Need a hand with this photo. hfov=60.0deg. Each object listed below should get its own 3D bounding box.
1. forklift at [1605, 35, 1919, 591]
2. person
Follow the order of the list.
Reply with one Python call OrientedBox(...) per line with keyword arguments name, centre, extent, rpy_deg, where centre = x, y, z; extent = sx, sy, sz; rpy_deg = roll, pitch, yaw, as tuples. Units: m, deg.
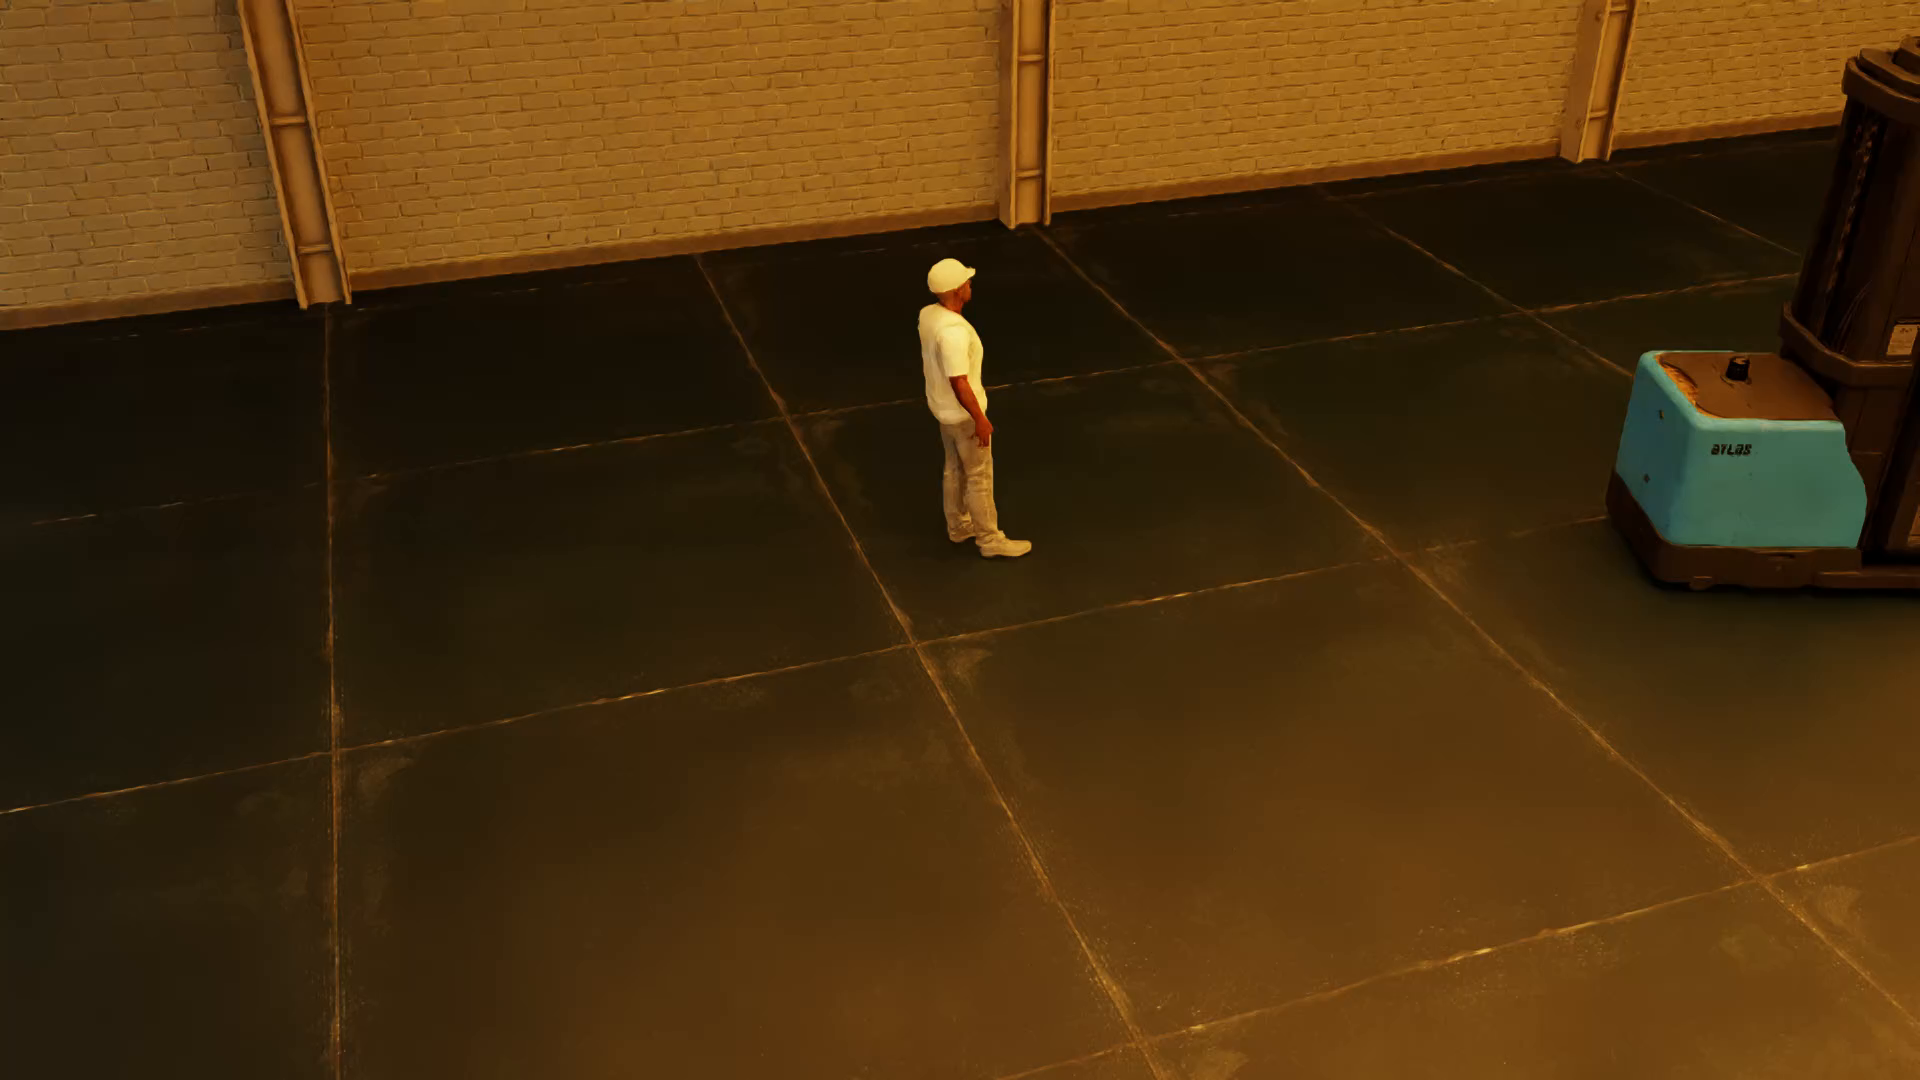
OrientedBox(name="forklift", centre=(5.493, -1.207, 9.185), extent=(3.031, 2.935, 1.130), rpy_deg=(1, 30, 1))
OrientedBox(name="person", centre=(0.068, -0.780, 9.597), extent=(0.576, 1.766, 0.665), rpy_deg=(-10, 31, -16))
